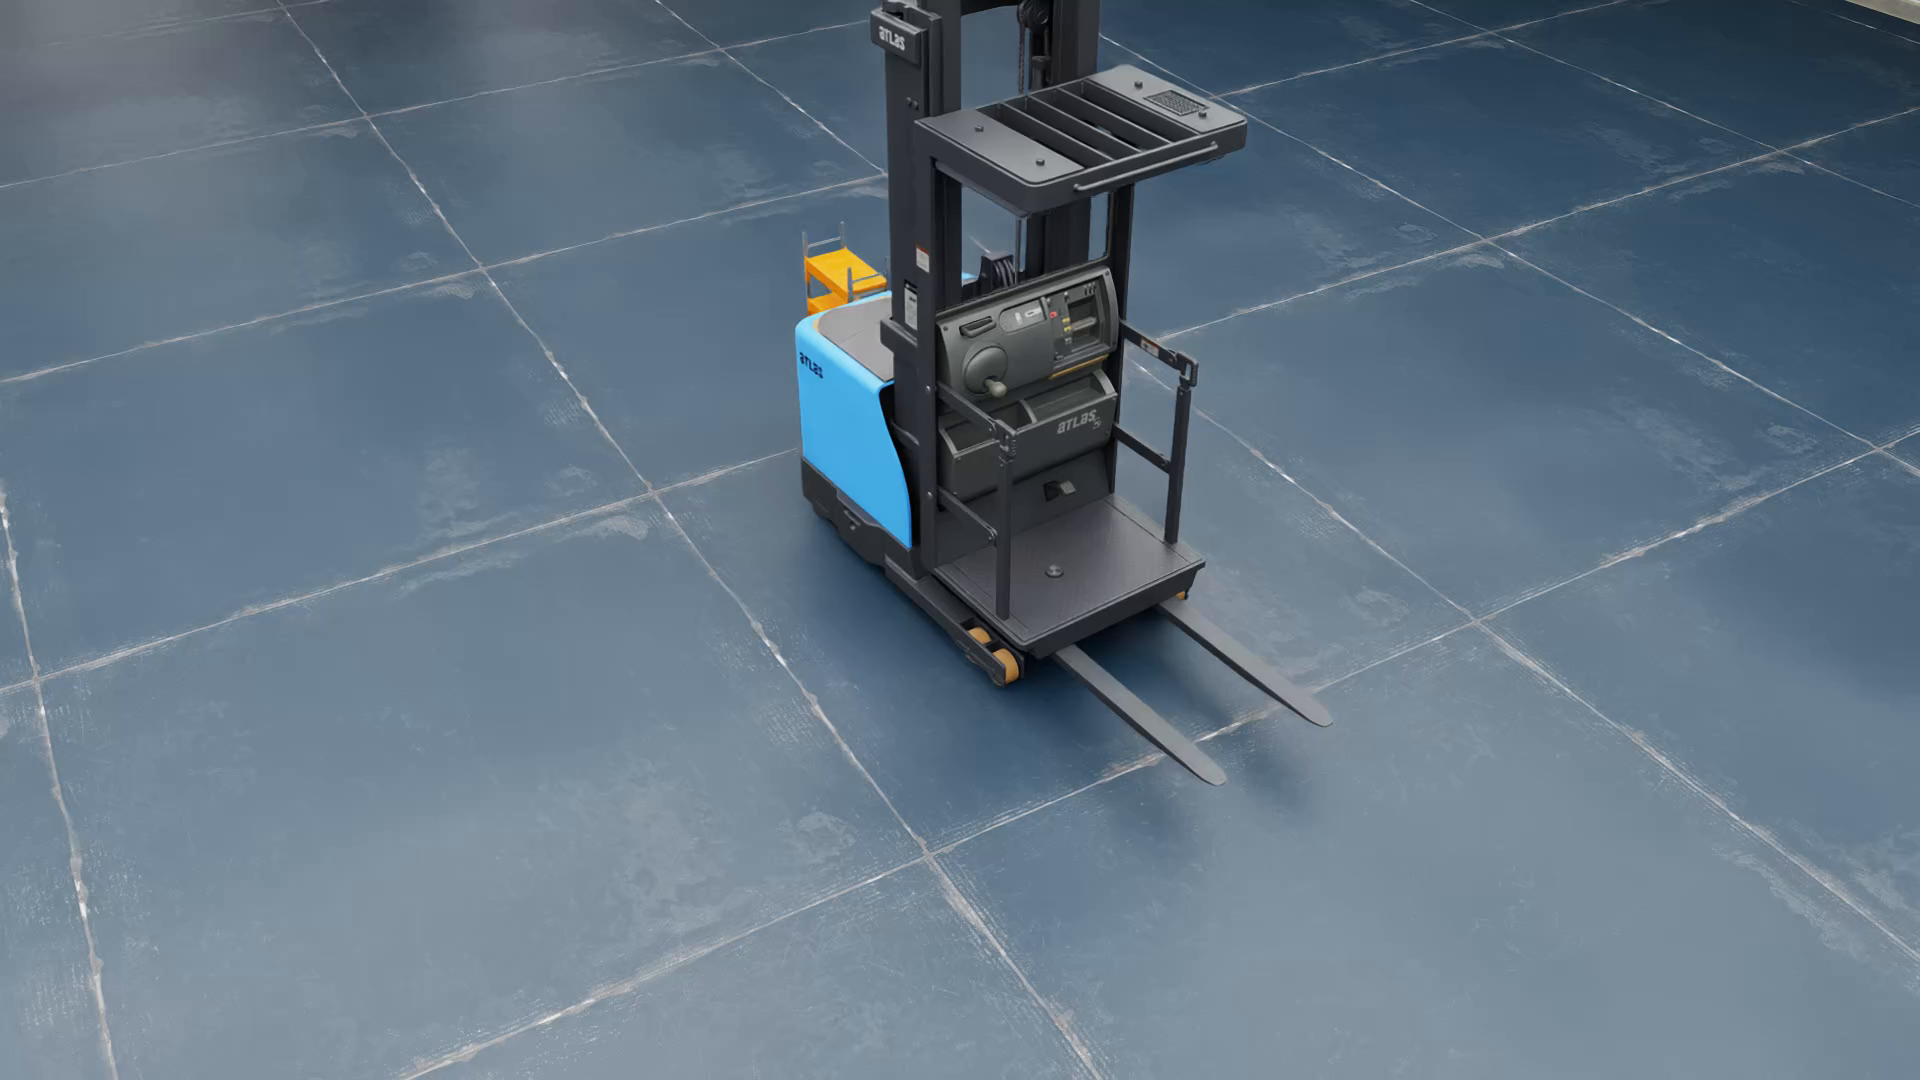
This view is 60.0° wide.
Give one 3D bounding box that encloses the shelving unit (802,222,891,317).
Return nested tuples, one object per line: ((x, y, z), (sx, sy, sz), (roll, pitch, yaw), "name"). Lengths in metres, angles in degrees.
((-0.581, -1.022, 8.851), (0.258, 1.200, 0.503), (-20, 40, -25), "shelving unit")

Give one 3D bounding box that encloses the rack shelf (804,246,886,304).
((-0.584, -1.343, 8.624), (0.258, 0.148, 0.480), (-20, 40, -25), "rack shelf")

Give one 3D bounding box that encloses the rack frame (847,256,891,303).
((-0.454, -0.903, 8.681), (0.240, 1.200, 0.015), (-20, 40, -25), "rack frame")

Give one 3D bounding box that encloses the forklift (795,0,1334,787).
((0.438, -0.847, 7.153), (1.130, 2.935, 3.031), (-23, 42, -28), "forklift")

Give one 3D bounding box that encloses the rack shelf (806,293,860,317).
((-0.582, -1.150, 8.761), (0.258, 0.148, 0.480), (-20, 40, -25), "rack shelf")

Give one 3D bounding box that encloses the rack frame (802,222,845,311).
((-0.709, -1.141, 9.022), (0.240, 1.200, 0.015), (-20, 40, -25), "rack frame")
